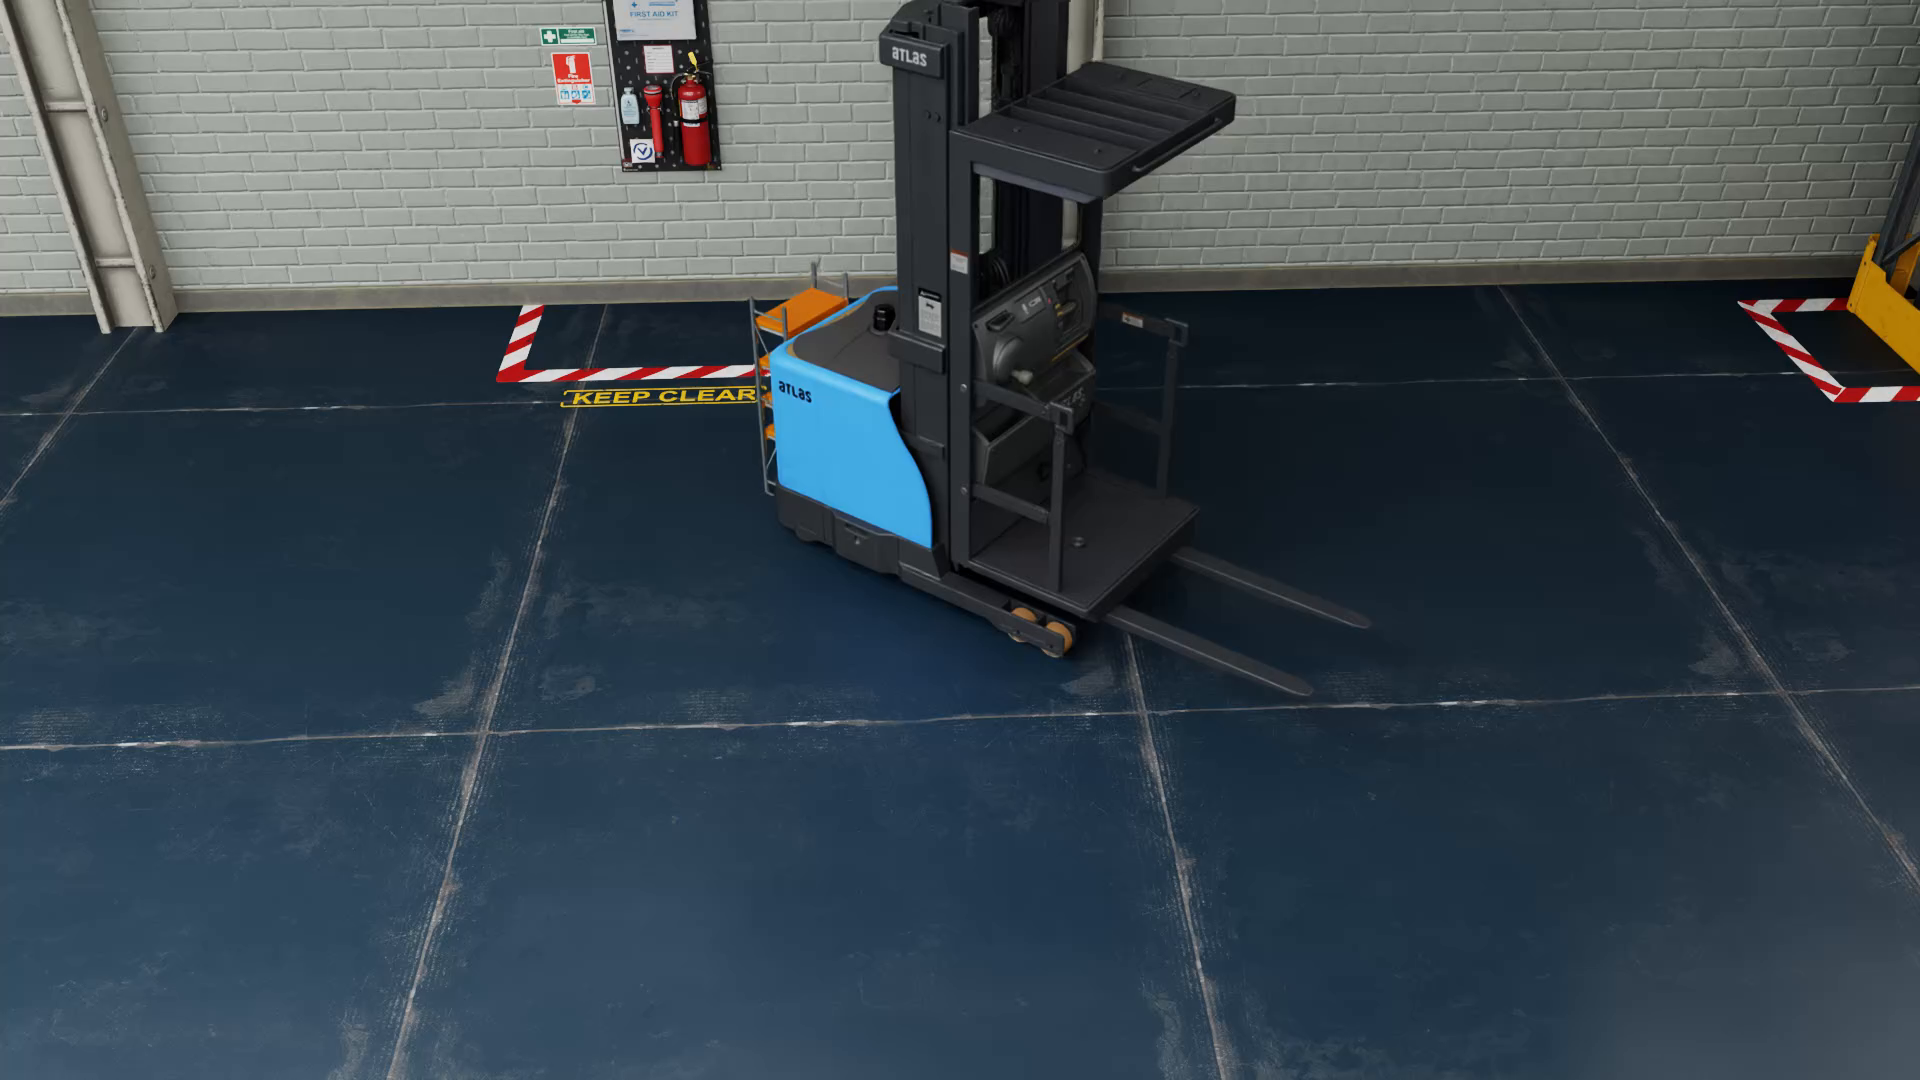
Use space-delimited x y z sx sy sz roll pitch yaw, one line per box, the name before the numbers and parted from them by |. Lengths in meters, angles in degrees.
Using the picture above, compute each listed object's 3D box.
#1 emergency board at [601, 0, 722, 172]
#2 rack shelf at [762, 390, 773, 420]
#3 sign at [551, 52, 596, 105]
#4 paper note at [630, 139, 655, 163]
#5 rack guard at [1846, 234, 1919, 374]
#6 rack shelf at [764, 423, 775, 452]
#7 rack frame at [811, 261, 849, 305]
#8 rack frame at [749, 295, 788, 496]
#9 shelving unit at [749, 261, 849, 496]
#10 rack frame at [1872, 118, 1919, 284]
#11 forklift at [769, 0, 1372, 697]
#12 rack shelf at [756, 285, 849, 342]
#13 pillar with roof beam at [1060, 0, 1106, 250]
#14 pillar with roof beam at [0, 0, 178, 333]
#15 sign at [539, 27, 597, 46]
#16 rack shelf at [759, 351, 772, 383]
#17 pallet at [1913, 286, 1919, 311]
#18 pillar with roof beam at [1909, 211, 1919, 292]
emergency board | -1.817 -2.775 10.160 0.643 1.169 0.194 -2 35 -2
rack shelf | -0.830 -0.772 8.965 0.258 0.148 0.480 22 41 29
sign | -2.374 -2.833 10.213 0.234 0.329 0.001 -2 35 -2
paper note | -1.997 -2.447 10.461 0.142 0.148 0.016 -2 35 -2
rack guard | 6.064 -1.445 10.435 0.348 0.500 1.175 -2 35 -2
rack shelf | -0.830 -0.609 9.078 0.258 0.148 0.480 22 41 29
rack frame | -0.687 -0.940 9.089 0.240 1.200 0.015 22 41 29
rack frame | -0.974 -0.715 8.765 0.240 1.200 0.015 22 41 29
shelving unit | -0.830 -0.827 8.927 0.258 1.200 0.503 22 41 29
rack frame | 5.988 -2.471 9.721 0.127 3.000 1.000 -2 35 -2
forklift | 0.523 -0.988 7.638 3.031 2.935 1.130 23 41 29
rack shelf | -0.831 -1.151 8.704 0.258 0.148 0.480 22 41 29
pillar with roof beam | 0.857 -2.840 4.982 0.400 9.000 9.100 -2 35 -2
pillar with roof beam | -5.136 -2.678 4.748 0.400 9.000 9.100 -2 35 -2
sign | -2.369 -3.046 10.055 0.331 0.109 0.001 -2 35 -2
rack shelf | -0.831 -0.956 8.838 0.258 0.148 0.480 22 41 29
pallet | 6.877 -1.328 10.520 1.213 0.211 1.003 -2 35 -2
pillar with roof beam | 6.850 -3.001 5.215 0.400 9.000 9.100 -2 35 -2
